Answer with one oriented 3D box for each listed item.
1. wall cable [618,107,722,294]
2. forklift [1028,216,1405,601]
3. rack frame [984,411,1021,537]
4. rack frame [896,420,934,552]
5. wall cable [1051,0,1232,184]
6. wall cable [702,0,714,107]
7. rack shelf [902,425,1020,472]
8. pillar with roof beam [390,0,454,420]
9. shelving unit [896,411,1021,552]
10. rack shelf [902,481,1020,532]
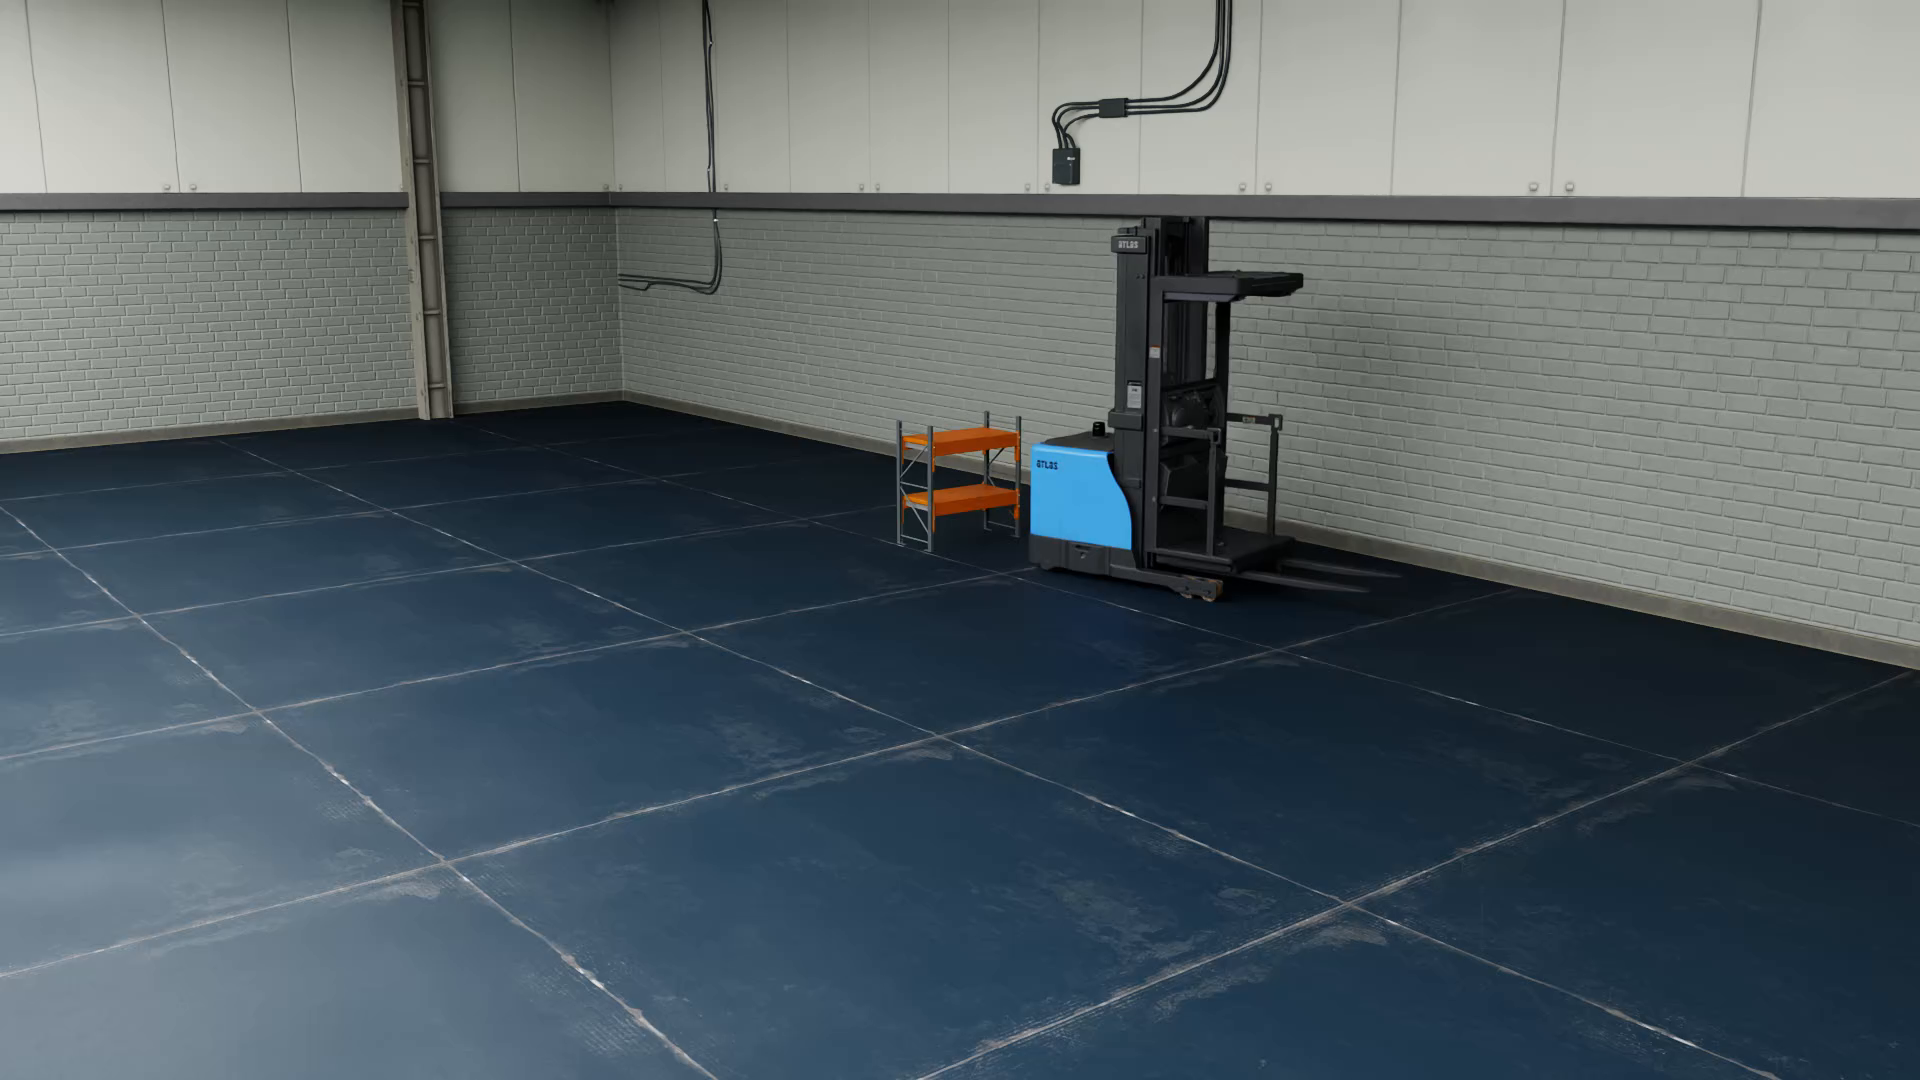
[{"bbox_3d":[-4.226,-4.768,23.514,0.112,2.526,3.097,-9,15,-38],"label":"wall cable"},{"bbox_3d":[2.049,-1.077,13.267,3.031,2.935,1.130,9,15,37],"label":"forklift"},{"bbox_3d":[0.392,-0.615,15.440,0.032,1.125,0.500,-9,15,-38],"label":"rack frame"},{"bbox_3d":[-0.402,-0.483,14.818,0.032,1.125,0.500,-9,15,-38],"label":"rack frame"},{"bbox_3d":[1.693,-6.408,15.577,0.169,6.003,2.305,-9,15,-38],"label":"wall cable"},{"bbox_3d":[-2.536,-6.799,20.923,0.112,2.526,3.097,-9,15,-38],"label":"wall cable"},{"bbox_3d":[-0.005,-0.836,15.068,1.000,0.278,0.538,-9,15,-38],"label":"rack shelf"},{"bbox_3d":[-4.663,-5.421,19.113,0.400,9.000,9.100,-9,15,-38],"label":"pillar with roof beam"},{"bbox_3d":[-0.005,-0.549,15.129,1.048,1.125,0.538,-9,15,-38],"label":"shelving unit"},{"bbox_3d":[-0.005,-0.310,15.180,1.000,0.278,0.538,-9,15,-38],"label":"rack shelf"}]
